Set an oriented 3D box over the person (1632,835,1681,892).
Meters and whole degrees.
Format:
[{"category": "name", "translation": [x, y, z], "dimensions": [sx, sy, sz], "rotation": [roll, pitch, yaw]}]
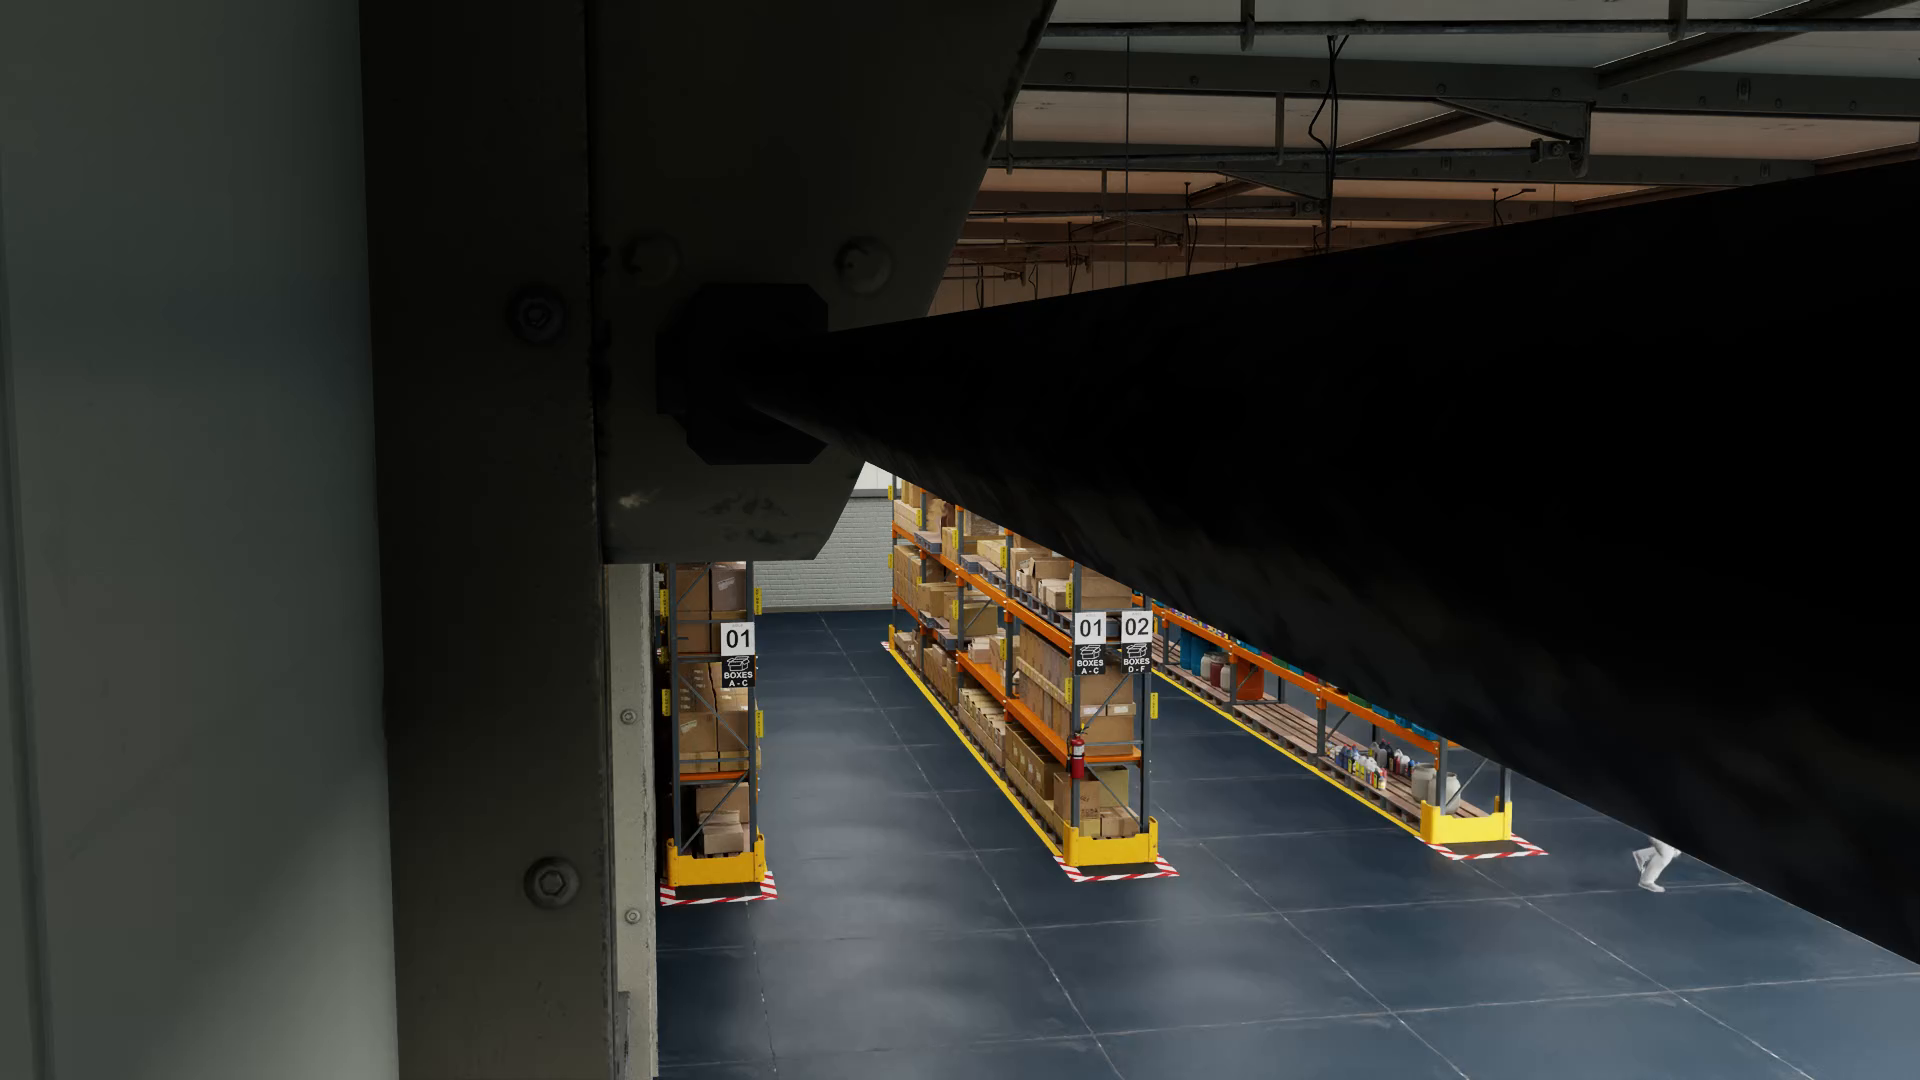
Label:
[{"category": "person", "translation": [8.397, 3.397, 19.891], "dimensions": [0.595, 1.620, 0.630], "rotation": [3, 7, 26]}]
